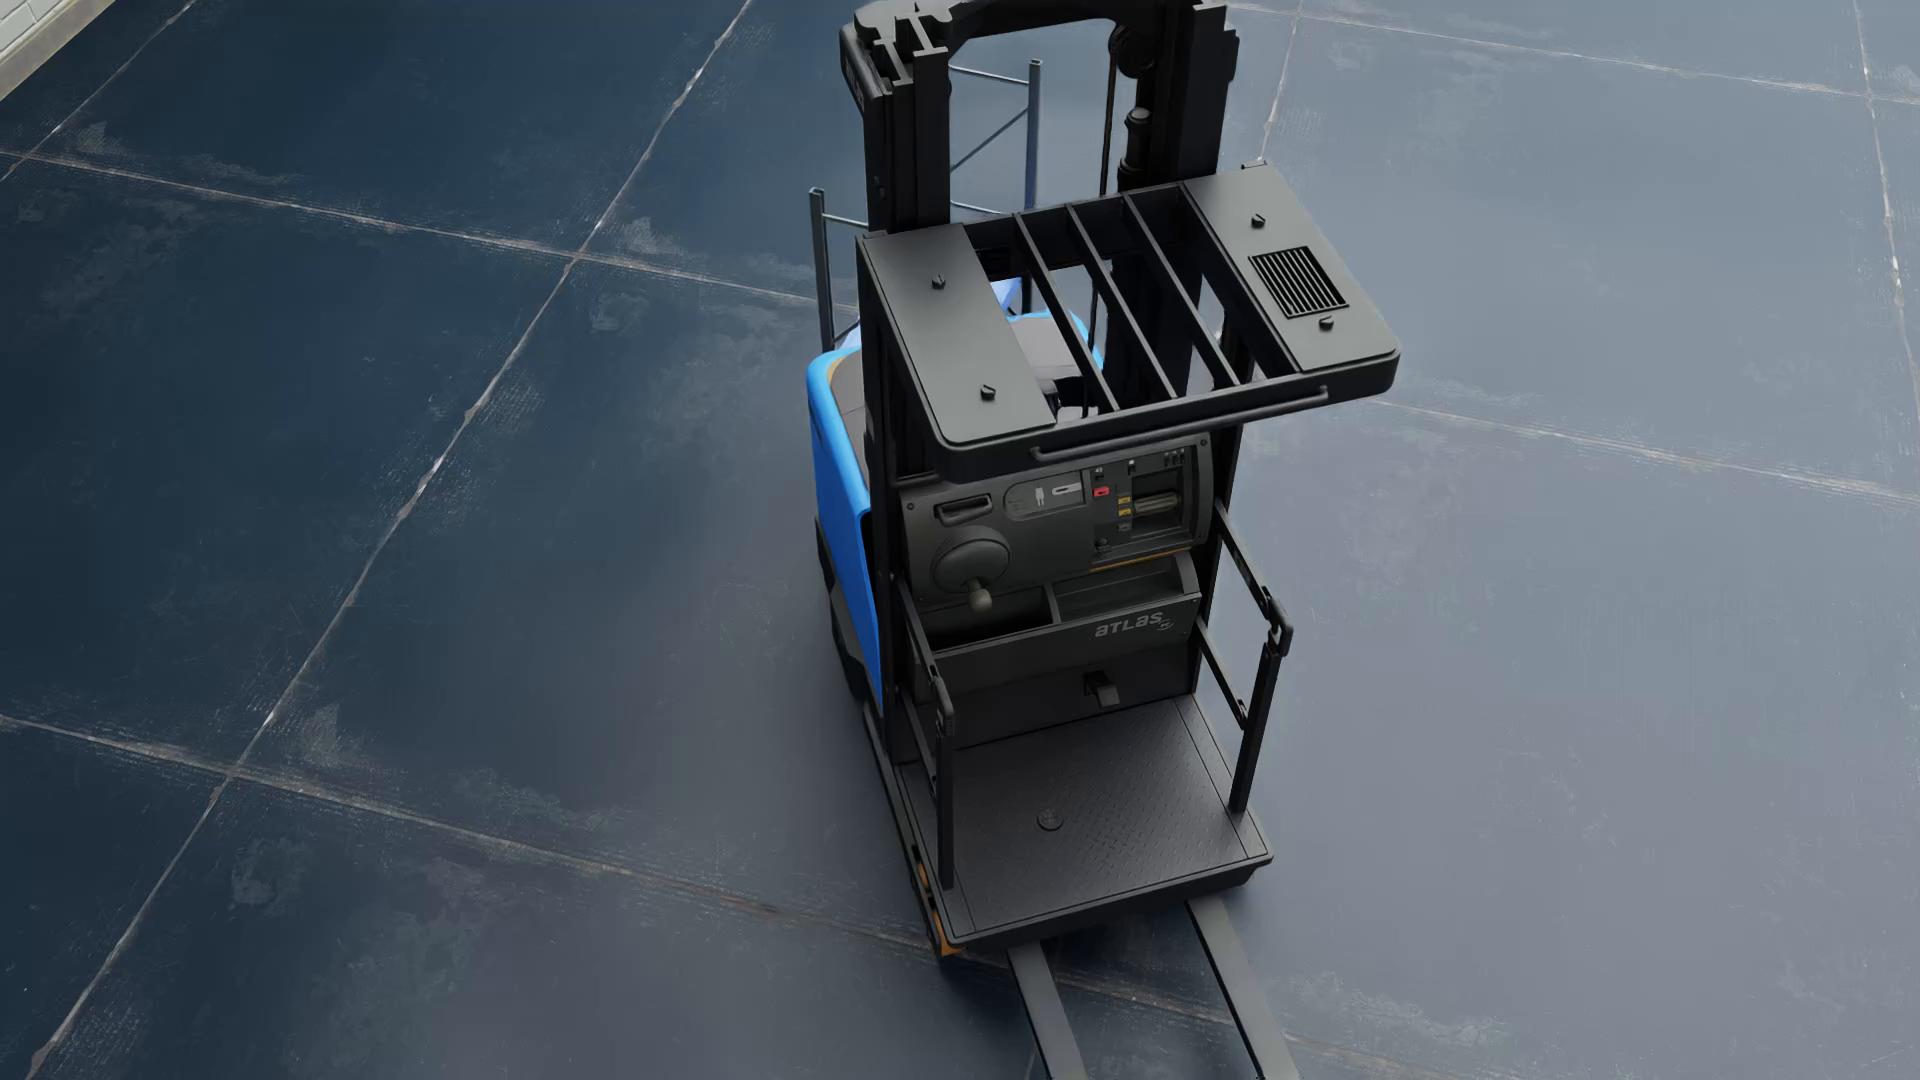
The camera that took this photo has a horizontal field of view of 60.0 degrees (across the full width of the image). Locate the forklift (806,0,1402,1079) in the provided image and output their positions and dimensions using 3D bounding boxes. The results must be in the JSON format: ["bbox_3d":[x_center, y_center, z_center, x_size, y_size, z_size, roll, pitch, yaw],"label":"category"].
[{"bbox_3d":[0.353,0.050,4.669,1.130,2.935,3.031,-13,50,-11],"label":"forklift"}]

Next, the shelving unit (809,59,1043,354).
[{"bbox_3d":[-0.104,-1.005,6.555,0.538,1.500,1.048,15,50,13],"label":"shelving unit"}]

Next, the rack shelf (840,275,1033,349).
[{"bbox_3d":[-0.104,-0.886,6.690,0.538,0.185,1.000,15,50,13],"label":"rack shelf"}]

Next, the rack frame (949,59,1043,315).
[{"bbox_3d":[0.072,-1.362,6.871,0.500,1.500,0.032,15,50,13],"label":"rack frame"}]

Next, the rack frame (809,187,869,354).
[{"bbox_3d":[-0.281,-0.647,6.240,0.500,1.500,0.032,15,50,13],"label":"rack frame"}]
